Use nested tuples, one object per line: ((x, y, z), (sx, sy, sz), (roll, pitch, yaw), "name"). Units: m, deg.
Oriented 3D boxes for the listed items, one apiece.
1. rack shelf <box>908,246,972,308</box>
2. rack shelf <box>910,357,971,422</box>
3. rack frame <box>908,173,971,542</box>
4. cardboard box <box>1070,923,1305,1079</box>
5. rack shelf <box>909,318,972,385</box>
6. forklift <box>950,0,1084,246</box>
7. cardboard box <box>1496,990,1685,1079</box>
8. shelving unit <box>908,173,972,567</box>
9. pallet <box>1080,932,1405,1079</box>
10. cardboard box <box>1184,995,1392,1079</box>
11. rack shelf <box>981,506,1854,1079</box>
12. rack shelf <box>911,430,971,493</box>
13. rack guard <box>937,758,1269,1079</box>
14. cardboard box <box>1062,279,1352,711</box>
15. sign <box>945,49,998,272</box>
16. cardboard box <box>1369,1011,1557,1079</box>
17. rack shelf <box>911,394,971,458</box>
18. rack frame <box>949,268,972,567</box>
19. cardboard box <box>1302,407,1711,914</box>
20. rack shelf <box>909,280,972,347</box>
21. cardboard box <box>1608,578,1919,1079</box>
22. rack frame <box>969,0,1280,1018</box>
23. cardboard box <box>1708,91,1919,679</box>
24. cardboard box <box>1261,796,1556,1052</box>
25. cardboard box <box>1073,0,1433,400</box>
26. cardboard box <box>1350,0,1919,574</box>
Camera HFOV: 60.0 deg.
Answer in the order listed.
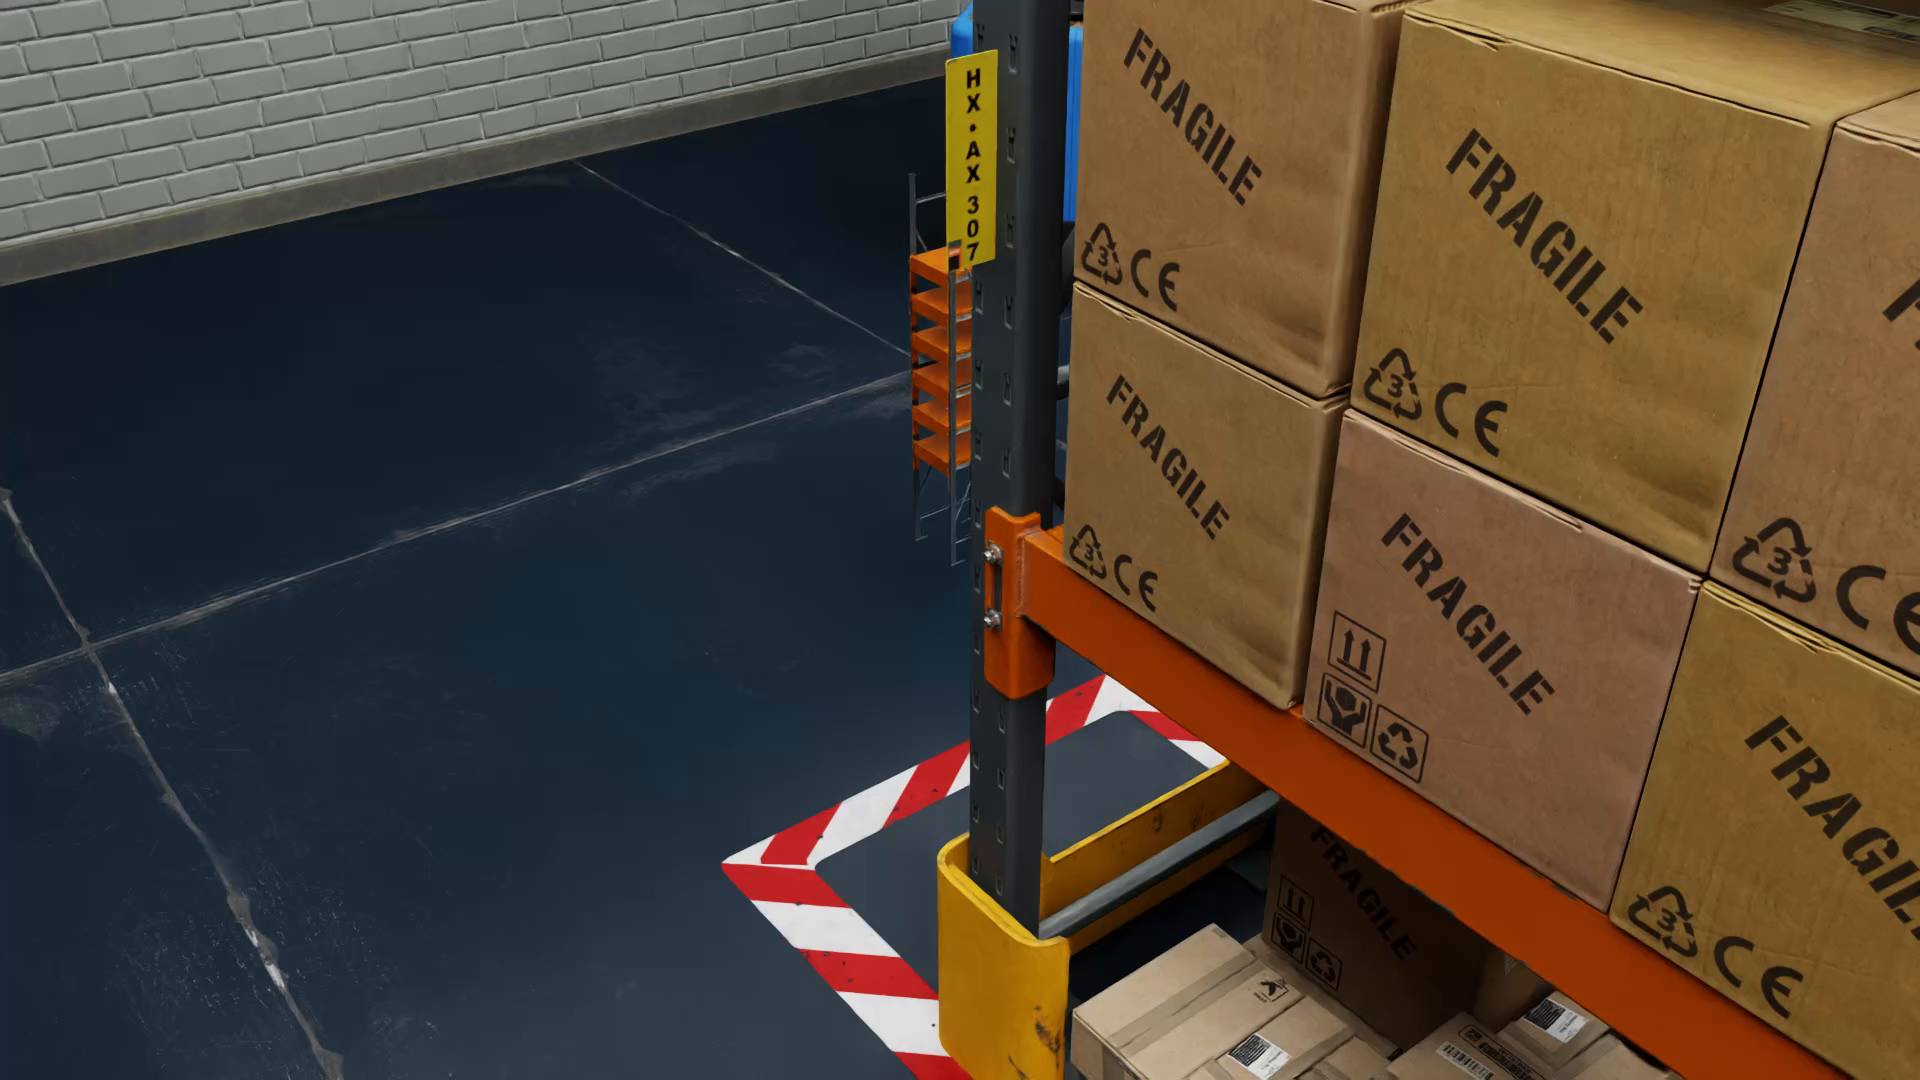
((0.009, -0.772, 4.757), (0.258, 0.103, 0.180), (-22, 38, -31), "rack shelf")
((0.009, -0.466, 4.947), (0.258, 0.103, 0.180), (-22, 38, -31), "rack shelf")
((-0.047, -0.542, 4.985), (0.240, 1.200, 0.006), (-22, 38, -31), "rack frame")
((0.434, 0.936, 3.185), (0.380, 0.149, 0.250), (-22, 38, -31), "cardboard box")
((0.009, -0.568, 4.884), (0.258, 0.103, 0.180), (-22, 38, -31), "rack shelf")
((0.774, -3.044, 7.373), (1.130, 2.935, 3.031), (7, 32, 11), "forklift")
((1.154, 0.988, 3.085), (0.380, 0.166, 0.250), (-22, 38, -31), "cardboard box")
((0.009, -0.504, 4.924), (0.258, 1.200, 0.189), (-22, 38, -31), "shelving unit")
((0.985, 1.175, 3.159), (1.003, 0.211, 1.213), (-22, 38, -31), "pallet")
((0.587, 1.033, 3.012), (0.380, 0.166, 0.250), (-22, 38, -31), "cardboard box")
((1.675, 0.765, 1.856), (1.077, 0.370, 4.000), (-22, 38, -31), "rack shelf")
((0.009, -0.262, 5.074), (0.258, 0.103, 0.180), (-22, 38, -31), "rack shelf")
((0.495, 0.720, 3.617), (1.175, 0.500, 0.348), (-22, 38, -31), "rack guard")
((0.512, -0.146, 2.547), (0.500, 0.500, 0.500), (-21, 38, -30), "cardboard box")
((0.020, -0.566, 2.497), (0.100, 0.325, 0.005), (-22, 38, -31), "sign")
((0.865, 1.134, 2.770), (0.500, 0.250, 0.500), (-22, 38, -31), "cardboard box")
((0.009, -0.364, 5.010), (0.258, 0.103, 0.180), (-22, 38, -31), "rack shelf")
((0.065, -0.466, 4.862), (0.240, 1.200, 0.006), (-22, 38, -31), "rack frame")
((0.833, 0.067, 2.204), (0.500, 0.500, 0.500), (-23, 38, -32), "cardboard box")
((0.009, -0.670, 4.821), (0.258, 0.103, 0.180), (-22, 38, -31), "rack shelf")
((1.138, 0.278, 1.865), (0.500, 0.500, 0.500), (-22, 38, -32), "cardboard box")
((0.449, -0.374, 3.009), (1.000, 3.000, 0.127), (-22, 38, -31), "rack frame")
((1.142, -0.145, 1.598), (0.500, 0.500, 0.500), (-22, 38, -31), "cardboard box")
((0.977, 0.648, 3.316), (0.500, 0.500, 0.500), (-22, 38, -31), "cardboard box")
((0.512, -0.571, 2.283), (0.500, 0.500, 0.500), (-21, 38, -30), "cardboard box")
((0.839, -0.355, 1.937), (0.500, 0.500, 0.500), (-22, 38, -31), "cardboard box")
